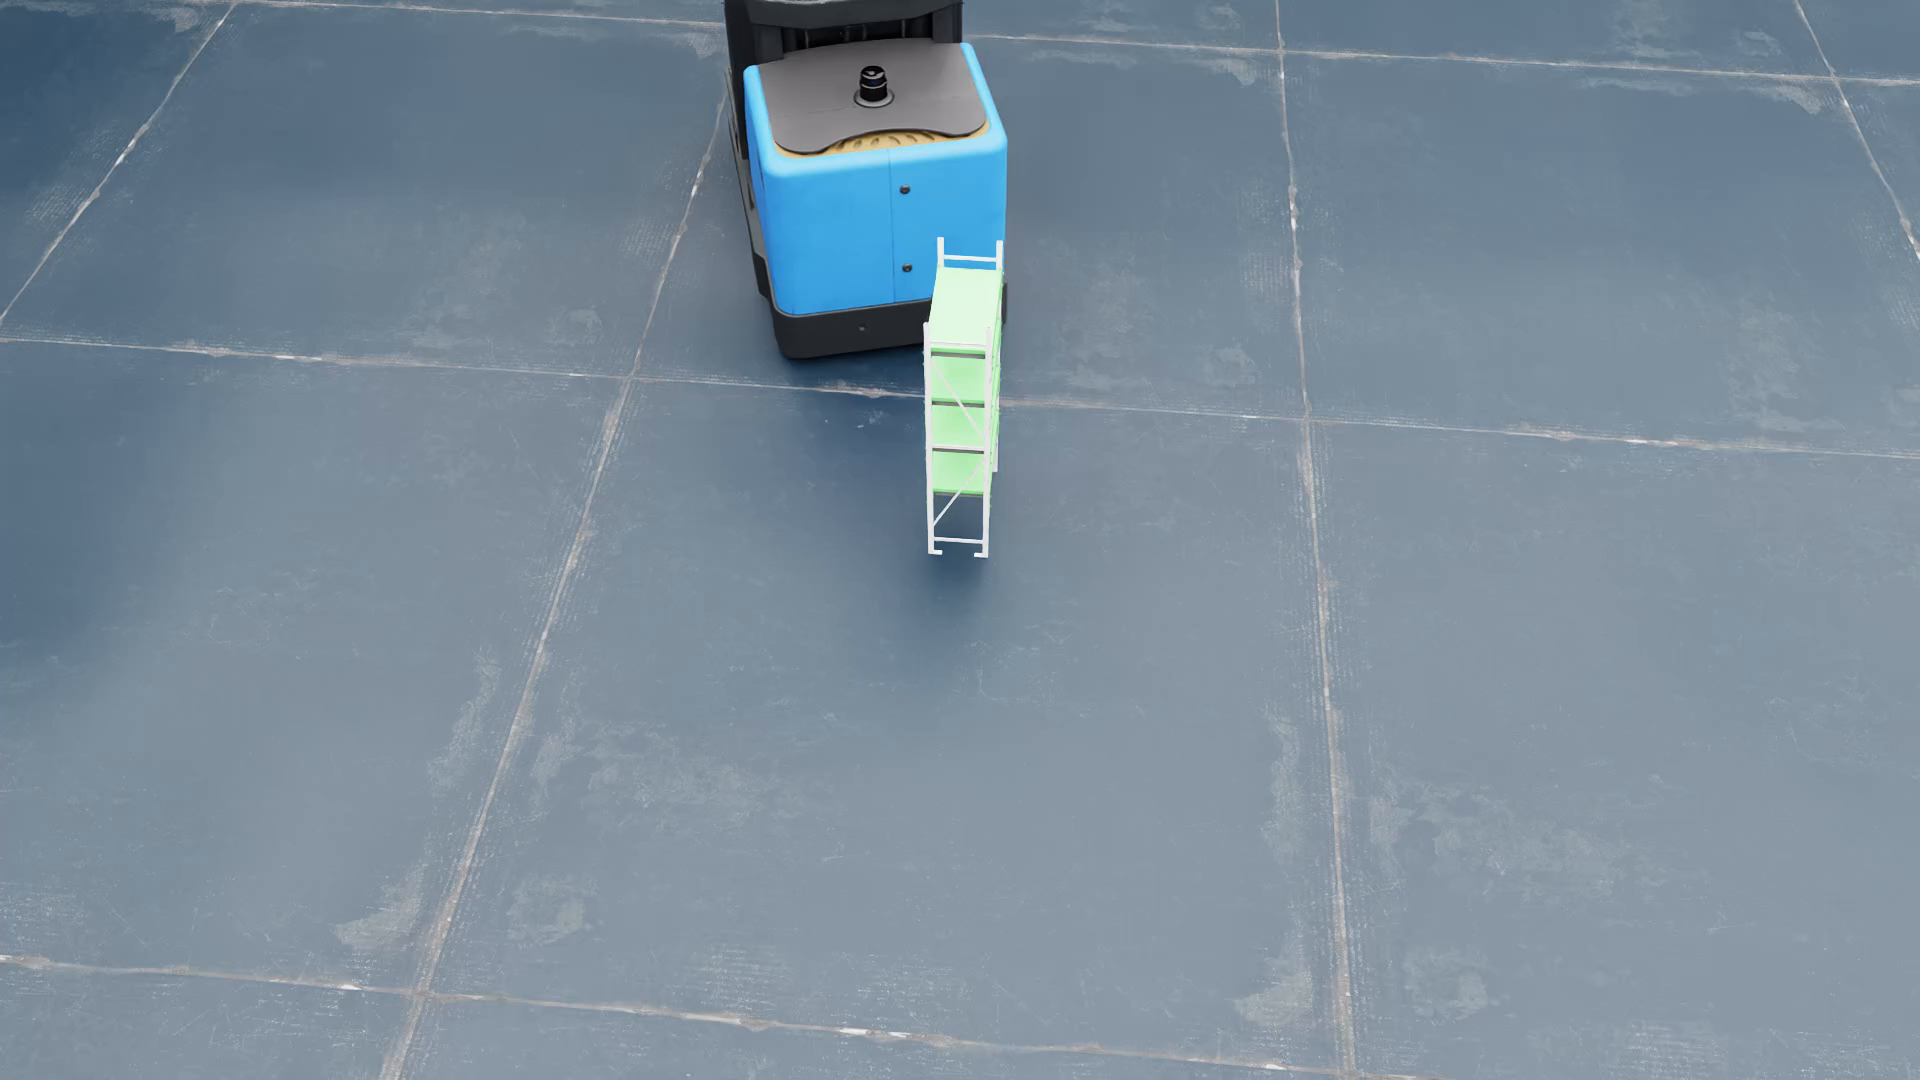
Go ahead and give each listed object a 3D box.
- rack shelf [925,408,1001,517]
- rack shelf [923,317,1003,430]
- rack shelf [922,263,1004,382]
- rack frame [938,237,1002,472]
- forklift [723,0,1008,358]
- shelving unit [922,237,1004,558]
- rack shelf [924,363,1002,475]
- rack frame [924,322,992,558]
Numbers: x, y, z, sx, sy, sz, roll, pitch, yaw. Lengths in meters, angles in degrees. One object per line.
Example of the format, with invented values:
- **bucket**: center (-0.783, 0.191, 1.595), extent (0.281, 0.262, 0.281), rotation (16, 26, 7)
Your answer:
- **rack shelf**: center (0.015, -0.321, 6.669), extent (0.258, 0.148, 0.480), rotation (4, 48, 4)
- **rack shelf**: center (0.015, -0.645, 6.314), extent (0.258, 0.148, 0.480), rotation (4, 48, 4)
- **rack shelf**: center (0.015, -0.807, 6.137), extent (0.258, 0.148, 0.480), rotation (4, 48, 4)
- **rack frame**: center (0.037, -0.706, 6.608), extent (0.240, 1.200, 0.015), rotation (4, 48, 4)
- **forklift**: center (-0.581, -2.908, 7.449), extent (1.130, 2.935, 3.031), rotation (-8, 48, -8)
- **shelving unit**: center (0.015, -0.527, 6.444), extent (0.258, 1.200, 0.503), rotation (4, 48, 4)
- **rack shelf**: center (0.015, -0.483, 6.492), extent (0.258, 0.148, 0.480), rotation (4, 48, 4)
- **rack frame**: center (-0.007, -0.347, 6.280), extent (0.240, 1.200, 0.015), rotation (4, 48, 4)
